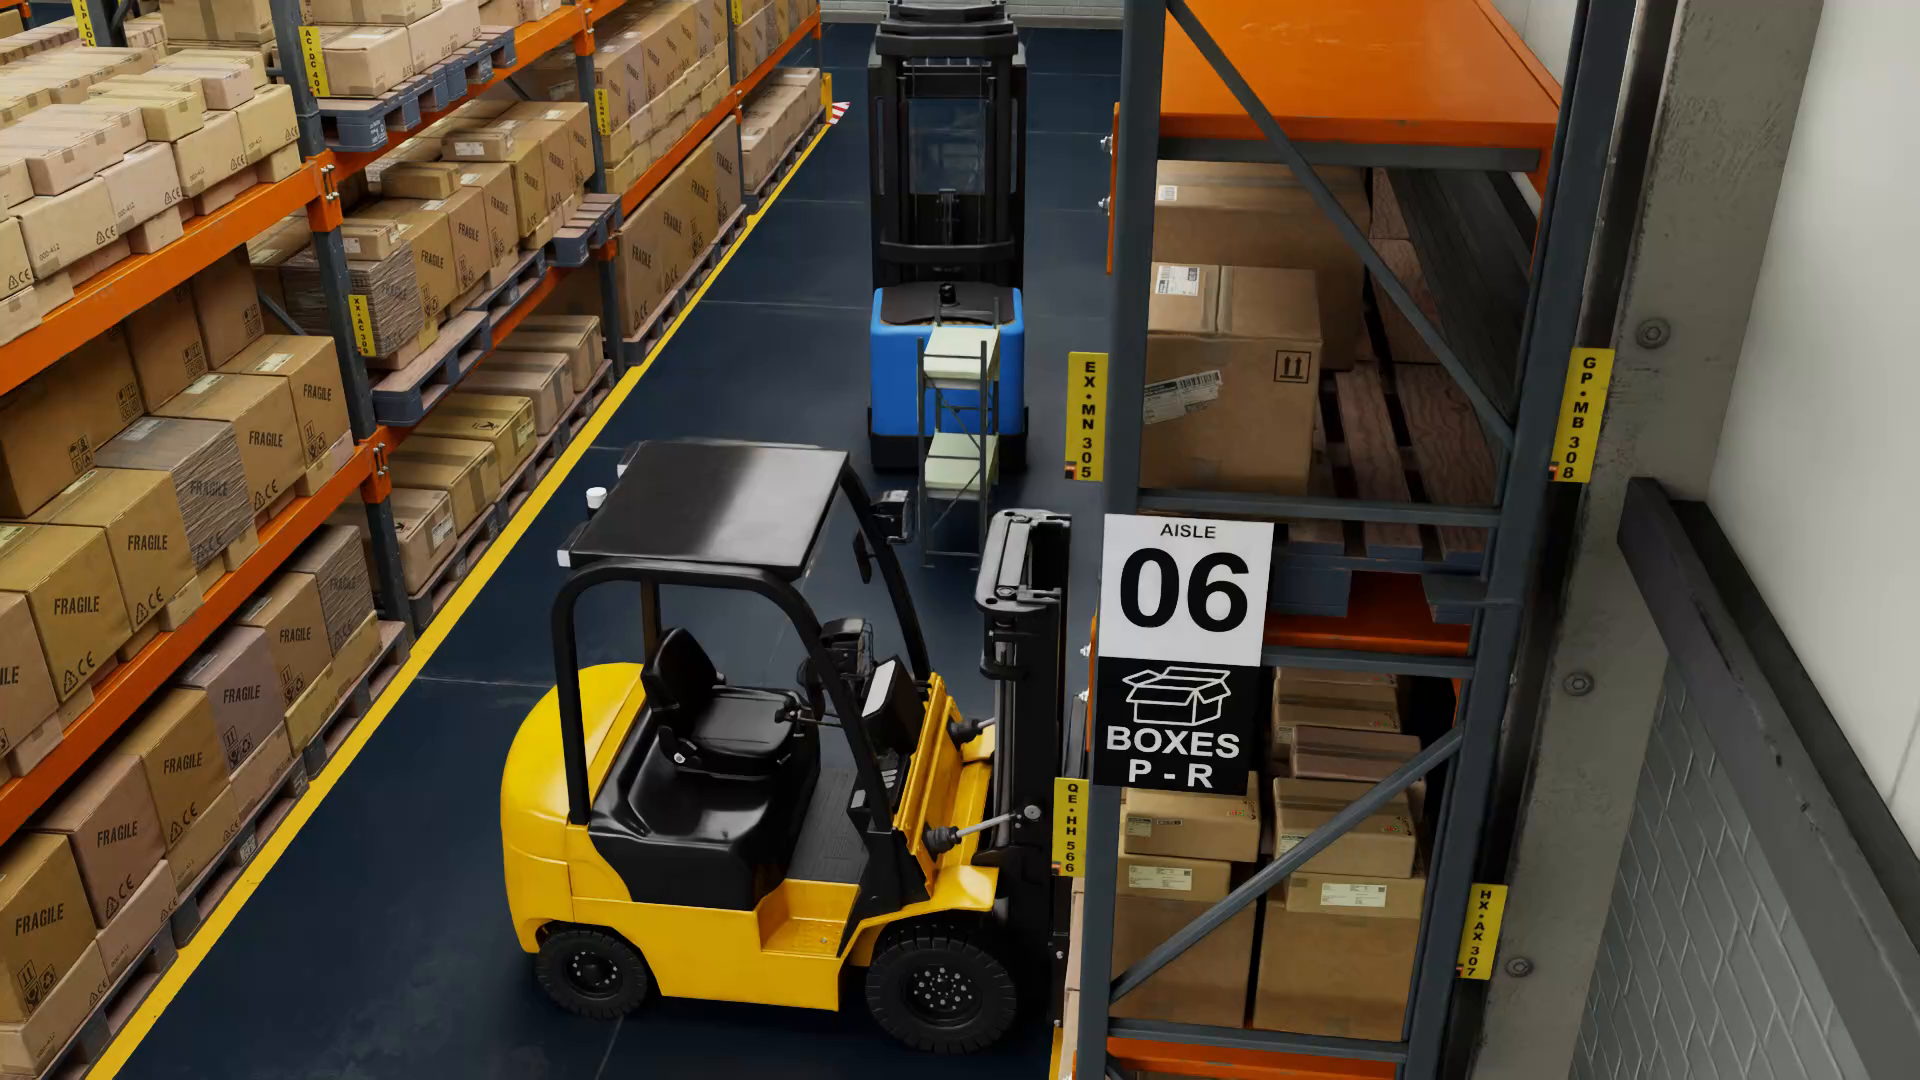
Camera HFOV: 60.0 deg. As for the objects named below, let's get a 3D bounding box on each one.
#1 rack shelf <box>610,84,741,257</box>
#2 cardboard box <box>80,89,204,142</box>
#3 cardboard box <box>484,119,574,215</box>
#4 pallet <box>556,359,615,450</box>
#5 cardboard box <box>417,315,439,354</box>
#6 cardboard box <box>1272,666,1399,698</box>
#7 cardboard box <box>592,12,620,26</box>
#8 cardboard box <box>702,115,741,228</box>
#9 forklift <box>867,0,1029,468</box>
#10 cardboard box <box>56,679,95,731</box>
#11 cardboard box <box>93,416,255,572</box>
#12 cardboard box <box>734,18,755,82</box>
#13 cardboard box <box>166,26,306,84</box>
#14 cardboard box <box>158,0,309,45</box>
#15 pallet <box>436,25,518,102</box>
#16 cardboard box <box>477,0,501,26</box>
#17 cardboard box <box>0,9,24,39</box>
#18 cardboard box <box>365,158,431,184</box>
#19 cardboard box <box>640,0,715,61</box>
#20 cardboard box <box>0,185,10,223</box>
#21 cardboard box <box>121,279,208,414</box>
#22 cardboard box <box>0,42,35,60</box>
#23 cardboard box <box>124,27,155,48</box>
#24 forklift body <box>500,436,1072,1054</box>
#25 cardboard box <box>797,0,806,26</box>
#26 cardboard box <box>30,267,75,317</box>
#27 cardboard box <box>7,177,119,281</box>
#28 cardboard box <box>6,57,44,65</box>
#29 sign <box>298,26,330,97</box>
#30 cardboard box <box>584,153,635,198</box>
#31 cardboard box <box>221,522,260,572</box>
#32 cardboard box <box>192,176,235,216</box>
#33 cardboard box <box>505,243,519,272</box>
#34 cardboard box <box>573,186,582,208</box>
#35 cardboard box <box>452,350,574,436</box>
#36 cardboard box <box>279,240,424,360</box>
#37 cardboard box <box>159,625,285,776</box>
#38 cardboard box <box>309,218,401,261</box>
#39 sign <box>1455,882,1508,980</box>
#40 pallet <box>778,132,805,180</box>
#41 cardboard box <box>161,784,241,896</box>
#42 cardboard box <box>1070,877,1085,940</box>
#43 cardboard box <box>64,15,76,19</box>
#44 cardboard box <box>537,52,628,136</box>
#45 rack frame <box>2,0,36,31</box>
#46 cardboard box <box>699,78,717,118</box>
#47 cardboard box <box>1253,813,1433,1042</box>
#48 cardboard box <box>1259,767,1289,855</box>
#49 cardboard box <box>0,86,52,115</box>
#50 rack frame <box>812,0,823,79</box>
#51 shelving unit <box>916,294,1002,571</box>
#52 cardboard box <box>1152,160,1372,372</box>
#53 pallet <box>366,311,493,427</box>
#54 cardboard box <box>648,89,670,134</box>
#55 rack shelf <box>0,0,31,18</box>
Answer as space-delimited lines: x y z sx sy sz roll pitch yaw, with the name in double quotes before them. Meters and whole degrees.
"rack shelf" -2.865 -3.250 14.170 1.077 0.370 4.000 3 28 6
"cardboard box" -3.400 -1.768 6.922 0.380 0.149 0.250 4 29 8
"cardboard box" -2.942 -2.511 11.178 0.500 0.500 0.500 3 28 5
"pallet" -3.207 -1.030 12.231 1.003 0.211 1.213 3 28 6
"cardboard box" -3.179 -1.175 9.383 0.380 0.149 0.250 4 29 7
"cardboard box" 1.219 0.459 5.424 0.380 0.149 0.250 4 29 6
"cardboard box" -3.115 -4.081 13.795 0.500 0.500 0.500 3 28 5
"cardboard box" -2.616 -3.461 15.601 0.875 0.875 0.875 4 29 8
"forklift" -0.088 -2.434 11.970 1.130 2.935 3.031 0 28 0
"cardboard box" -3.638 0.623 6.488 0.380 0.149 0.250 4 29 8
"cardboard box" -3.523 -0.207 7.344 0.500 0.500 0.500 4 29 8
"cardboard box" -2.302 -4.758 16.105 0.500 0.500 0.500 4 29 8
"cardboard box" -3.672 -2.465 8.508 0.500 0.250 0.500 3 28 5
"cardboard box" -3.655 -2.682 8.384 0.500 0.250 0.500 4 29 7
"pallet" -3.294 -2.753 9.525 1.213 0.211 1.003 3 28 6
"cardboard box" -3.268 -3.272 10.181 0.797 0.503 0.637 3 28 6
"cardboard box" -11.964 -5.910 20.148 0.875 0.875 0.875 3 28 6
"cardboard box" -3.579 -2.056 10.333 0.500 0.500 0.500 2 28 4
"cardboard box" -2.481 -4.523 14.616 0.500 0.500 0.500 4 29 7
"cardboard box" -3.584 -1.164 5.801 0.380 0.149 0.250 4 29 8
"cardboard box" -3.953 -0.924 7.621 0.700 0.500 0.500 4 29 6
"cardboard box" -8.236 -4.190 14.351 0.380 0.149 0.250 4 29 8
"cardboard box" -7.498 -4.512 14.950 0.380 0.149 0.250 3 28 6
"forklift body" -0.741 0.802 6.785 2.313 2.155 1.214 3 28 6
"cardboard box" -2.002 -5.957 18.332 0.500 0.500 0.500 3 28 5
"cardboard box" -3.581 -0.942 6.230 0.380 0.149 0.250 3 28 5
"cardboard box" -3.571 -1.187 6.265 0.500 0.250 0.500 4 29 7
"cardboard box" -7.657 -3.902 13.817 0.380 0.149 0.250 5 29 9
"sign" -3.060 -2.263 7.872 0.100 0.325 0.005 3 28 6
"cardboard box" -2.800 -2.775 12.688 0.500 0.250 0.500 3 28 5
"cardboard box" -3.458 0.016 7.615 0.380 0.149 0.250 3 28 5
"cardboard box" -3.461 -1.550 7.360 0.380 0.149 0.250 4 29 7
"cardboard box" -3.028 -1.798 10.538 0.380 0.149 0.250 2 28 5
"cardboard box" -2.877 -2.401 11.658 0.380 0.149 0.250 4 29 7
"cardboard box" -3.271 -1.040 11.638 0.950 0.372 0.625 3 28 5
"cardboard box" -3.258 -1.306 8.942 0.500 0.500 0.500 4 29 7
"cardboard box" -3.528 0.727 7.696 0.500 0.500 0.500 5 29 9
"cardboard box" -3.191 -1.589 8.783 0.380 0.149 0.250 3 28 6
"sign" 1.387 1.046 4.441 0.100 0.325 0.005 3 28 6
"pallet" -2.302 -4.210 18.134 1.003 0.211 1.213 3 28 6
"cardboard box" -3.592 1.305 7.413 0.500 0.250 0.500 5 29 10
"cardboard box" 0.692 1.299 6.370 0.500 0.250 0.500 4 29 7
"cardboard box" -8.077 -4.794 15.473 0.380 0.149 0.250 4 29 8
"cardboard box" -2.806 -3.327 12.396 0.500 0.500 0.500 2 28 5
"rack frame" -11.965 -6.967 20.311 1.000 3.000 0.127 3 28 6
"cardboard box" -2.488 -3.977 14.919 0.500 0.250 0.500 3 28 5
"cardboard box" 1.173 1.166 5.109 0.500 0.500 0.500 4 29 8
"cardboard box" 1.103 0.833 5.044 0.380 0.149 0.250 3 28 6
"cardboard box" -4.065 -1.804 6.990 0.380 0.149 0.250 3 28 6
"rack frame" -2.129 -6.391 19.242 1.000 3.000 0.127 3 28 6
"shelving unit" -0.001 -0.657 10.181 0.431 1.500 0.755 3 28 6
"cardboard box" 0.874 -0.865 5.169 0.700 0.500 0.500 4 29 7
"pallet" -3.362 -1.009 9.455 1.003 0.211 1.213 3 28 6
"cardboard box" -2.665 -3.481 13.471 0.500 0.250 0.500 3 28 6
"rack shelf" -12.210 -5.709 18.734 1.077 0.370 4.000 3 28 6
